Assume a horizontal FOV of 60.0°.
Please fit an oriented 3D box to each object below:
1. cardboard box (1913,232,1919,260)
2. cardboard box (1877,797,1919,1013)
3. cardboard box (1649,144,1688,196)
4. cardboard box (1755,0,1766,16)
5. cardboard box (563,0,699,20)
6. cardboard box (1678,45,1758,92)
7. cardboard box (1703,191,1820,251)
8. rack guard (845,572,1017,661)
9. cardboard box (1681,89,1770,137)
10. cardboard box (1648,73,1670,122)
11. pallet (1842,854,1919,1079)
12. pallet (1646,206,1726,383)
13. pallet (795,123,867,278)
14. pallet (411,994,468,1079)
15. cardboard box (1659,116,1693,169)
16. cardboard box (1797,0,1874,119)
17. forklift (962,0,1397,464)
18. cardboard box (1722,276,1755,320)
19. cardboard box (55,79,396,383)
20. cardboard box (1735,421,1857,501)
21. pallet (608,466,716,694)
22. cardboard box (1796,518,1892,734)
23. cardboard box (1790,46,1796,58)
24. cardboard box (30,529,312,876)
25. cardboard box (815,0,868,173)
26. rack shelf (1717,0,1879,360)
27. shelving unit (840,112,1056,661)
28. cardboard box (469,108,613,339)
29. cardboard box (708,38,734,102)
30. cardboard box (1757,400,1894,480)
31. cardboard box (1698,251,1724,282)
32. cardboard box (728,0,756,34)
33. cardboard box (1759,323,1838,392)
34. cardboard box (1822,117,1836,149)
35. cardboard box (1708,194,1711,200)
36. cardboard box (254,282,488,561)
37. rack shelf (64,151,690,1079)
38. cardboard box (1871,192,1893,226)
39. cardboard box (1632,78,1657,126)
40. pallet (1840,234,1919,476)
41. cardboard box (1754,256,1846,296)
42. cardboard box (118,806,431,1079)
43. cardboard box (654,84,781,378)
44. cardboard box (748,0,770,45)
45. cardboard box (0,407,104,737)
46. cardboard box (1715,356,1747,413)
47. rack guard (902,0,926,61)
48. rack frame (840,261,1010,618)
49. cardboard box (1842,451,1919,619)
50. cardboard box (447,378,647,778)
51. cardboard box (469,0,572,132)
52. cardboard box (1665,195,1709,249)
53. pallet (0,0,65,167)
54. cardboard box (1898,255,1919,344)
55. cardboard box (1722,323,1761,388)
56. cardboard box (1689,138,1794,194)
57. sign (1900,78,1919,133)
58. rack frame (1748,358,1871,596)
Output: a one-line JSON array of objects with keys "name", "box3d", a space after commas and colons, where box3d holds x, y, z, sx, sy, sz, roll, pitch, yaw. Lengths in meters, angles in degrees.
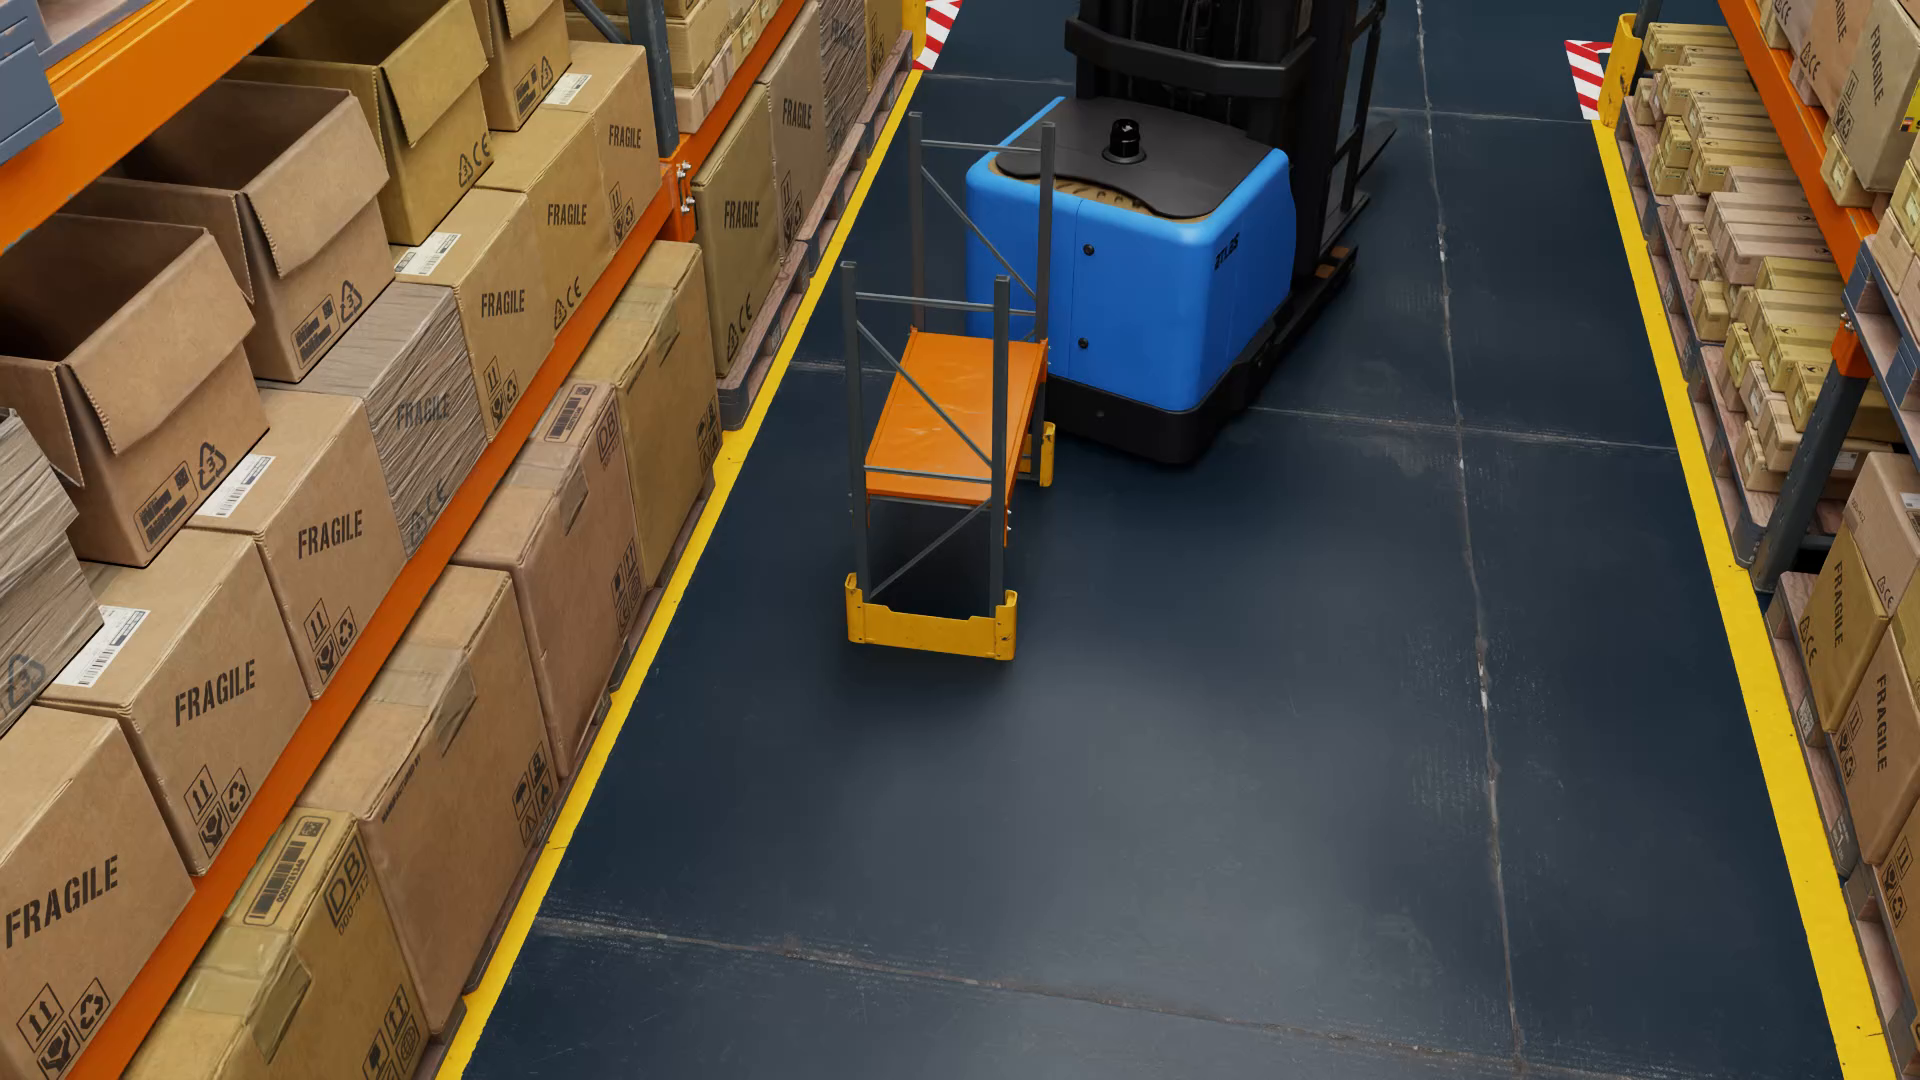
[{"name": "cardboard box", "box3d": [2.813, -0.768, 4.459, 0.380, 0.149, 0.250, 6, 40, 7]}, {"name": "cardboard box", "box3d": [2.821, 0.951, 4.378, 0.500, 0.500, 0.500, 7, 40, 8]}, {"name": "cardboard box", "box3d": [3.511, -1.749, 7.919, 0.380, 0.149, 0.250, 7, 40, 8]}, {"name": "cardboard box", "box3d": [3.471, -2.209, 6.765, 0.380, 0.149, 0.250, 8, 40, 9]}, {"name": "cardboard box", "box3d": [-1.156, -2.176, 5.823, 0.500, 0.500, 0.500, 6, 40, 8]}, {"name": "cardboard box", "box3d": [3.715, -2.272, 8.085, 0.380, 0.149, 0.250, 7, 40, 8]}, {"name": "cardboard box", "box3d": [3.336, -1.318, 6.931, 0.380, 0.149, 0.250, 5, 40, 6]}, {"name": "rack guard", "box3d": [-0.099, 0.264, 5.734, 0.587, 0.250, 0.087, 6, 40, 8]}, {"name": "cardboard box", "box3d": [3.584, -1.964, 7.712, 0.380, 0.149, 0.250, 5, 40, 5]}, {"name": "cardboard box", "box3d": [3.623, -2.169, 8.194, 0.380, 0.149, 0.250, 6, 40, 7]}, {"name": "pallet", "box3d": [3.035, 1.384, 4.410, 1.003, 0.211, 1.213, 6, 40, 8]}, {"name": "pallet", "box3d": [3.668, -1.066, 7.374, 1.003, 0.211, 1.213, 6, 40, 8]}, {"name": "pallet", "box3d": [-1.073, -1.719, 8.164, 1.003, 0.211, 1.213, 6, 40, 8]}, {"name": "pallet", "box3d": [-1.972, 1.541, 4.221, 1.003, 0.211, 1.213, 6, 40, 8]}, {"name": "cardboard box", "box3d": [3.517, -1.857, 7.816, 0.380, 0.149, 0.250, 8, 40, 9]}, {"name": "cardboard box", "box3d": [3.274, -1.761, 5.714, 0.500, 0.500, 0.500, 5, 40, 6]}, {"name": "forklift", "box3d": [1.177, -2.349, 6.791, 1.130, 2.935, 3.031, 20, 44, 23]}, {"name": "cardboard box", "box3d": [3.347, -1.008, 6.789, 0.380, 0.149, 0.250, 7, 40, 9]}, {"name": "cardboard box", "box3d": [-1.815, -0.760, 3.949, 0.797, 0.503, 0.637, 8, 40, 9]}, {"name": "cardboard box", "box3d": [3.110, -0.294, 6.159, 0.380, 0.149, 0.250, 7, 40, 8]}, {"name": "pallet", "box3d": [-1.550, 0.010, 6.073, 1.003, 0.211, 1.213, 6, 40, 8]}, {"name": "cardboard box", "box3d": [2.988, 0.289, 5.179, 0.500, 0.500, 0.500, 8, 40, 9]}, {"name": "cardboard box", "box3d": [3.422, -1.877, 6.364, 0.380, 0.149, 0.250, 6, 40, 7]}, {"name": "cardboard box", "box3d": [-1.743, 0.315, 3.436, 0.500, 0.500, 0.500, 5, 40, 6]}, {"name": "cardboard box", "box3d": [-0.987, -2.429, 8.172, 0.875, 0.875, 0.875, 6, 40, 8]}, {"name": "rack shelf", "box3d": [3.724, -1.925, 6.789, 1.077, 0.370, 4.000, 6, 40, 8]}, {"name": "shelving unit", "box3d": [-0.013, -0.530, 5.714, 0.587, 1.500, 1.083, 6, 40, 8]}, {"name": "cardboard box", "box3d": [-1.395, -0.963, 4.982, 0.500, 0.500, 0.500, 8, 40, 9]}, {"name": "cardboard box", "box3d": [-1.066, -1.775, 6.240, 0.380, 0.149, 0.250, 5, 40, 6]}, {"name": "cardboard box", "box3d": [3.119, -0.358, 6.003, 0.380, 0.149, 0.250, 7, 40, 9]}, {"name": "cardboard box", "box3d": [3.400, -1.100, 7.134, 0.380, 0.149, 0.250, 7, 40, 9]}, {"name": "cardboard box", "box3d": [-1.060, -2.192, 6.432, 0.500, 0.250, 0.500, 6, 40, 7]}, {"name": "cardboard box", "box3d": [3.188, -0.656, 6.131, 0.380, 0.149, 0.250, 7, 40, 8]}, {"name": "cardboard box", "box3d": [3.239, -1.390, 5.775, 0.380, 0.149, 0.250, 8, 40, 9]}, {"name": "cardboard box", "box3d": [3.558, -1.505, 7.391, 0.380, 0.149, 0.250, 8, 40, 10]}, {"name": "cardboard box", "box3d": [-1.570, -0.320, 4.205, 0.500, 0.500, 0.500, 7, 40, 8]}, {"name": "rack shelf", "box3d": [-1.836, -0.025, 4.491, 1.077, 0.370, 4.000, 6, 40, 8]}, {"name": "cardboard box", "box3d": [3.196, -1.056, 5.370, 0.380, 0.149, 0.250, 6, 40, 7]}, {"name": "cardboard box", "box3d": [3.664, -2.227, 8.498, 0.380, 0.149, 0.250, 7, 40, 9]}, {"name": "pallet", "box3d": [3.102, -0.410, 4.542, 1.003, 0.211, 1.213, 6, 40, 8]}, {"name": "cardboard box", "box3d": [3.346, -0.968, 6.507, 0.380, 0.149, 0.250, 8, 40, 9]}, {"name": "cardboard box", "box3d": [-2.042, 1.179, 3.808, 1.225, 0.875, 0.875, 5, 40, 6]}, {"name": "cardboard box", "box3d": [-1.297, -1.306, 6.813, 0.875, 0.875, 0.875, 6, 40, 8]}, {"name": "cardboard box", "box3d": [-0.977, -2.105, 6.639, 0.380, 0.149, 0.250, 5, 40, 6]}, {"name": "cardboard box", "box3d": [-2.040, 0.070, 2.945, 0.797, 0.503, 0.637, 8, 40, 9]}, {"name": "cardboard box", "box3d": [3.219, -0.621, 6.555, 0.380, 0.149, 0.250, 5, 40, 6]}, {"name": "rack guard", "box3d": [-0.794, -3.120, 9.631, 1.175, 0.500, 0.348, 6, 40, 8]}, {"name": "rack frame", "box3d": [-0.103, -0.205, 5.321, 0.500, 1.500, 0.032, 6, 40, 8]}, {"name": "cardboard box", "box3d": [2.989, 0.000, 4.940, 0.500, 0.250, 0.500, 5, 40, 6]}, {"name": "cardboard box", "box3d": [-1.735, 0.064, 5.156, 1.225, 0.875, 0.875, 5, 40, 6]}, {"name": "cardboard box", "box3d": [-1.593, -1.581, 4.942, 0.797, 0.503, 0.637, 5, 40, 7]}, {"name": "cardboard box", "box3d": [3.432, -1.432, 7.535, 0.380, 0.149, 0.250, 5, 40, 6]}, {"name": "pallet", "box3d": [-2.123, -0.541, 2.344, 1.213, 0.211, 1.003, 8, 40, 10]}, {"name": "cardboard box", "box3d": [2.814, -0.641, 4.539, 0.380, 0.149, 0.250, 7, 40, 8]}, {"name": "cardboard box", "box3d": [3.182, -0.699, 6.416, 0.380, 0.149, 0.250, 5, 40, 6]}, {"name": "cardboard box", "box3d": [3.436, -1.631, 7.309, 0.380, 0.149, 0.250, 7, 40, 8]}, {"name": "sign", "box3d": [2.842, -1.336, 4.832, 0.100, 0.325, 0.005, 6, 40, 8]}, {"name": "rack frame", "box3d": [3.377, -0.947, 5.042, 1.000, 3.000, 0.127, 6, 40, 8]}]
